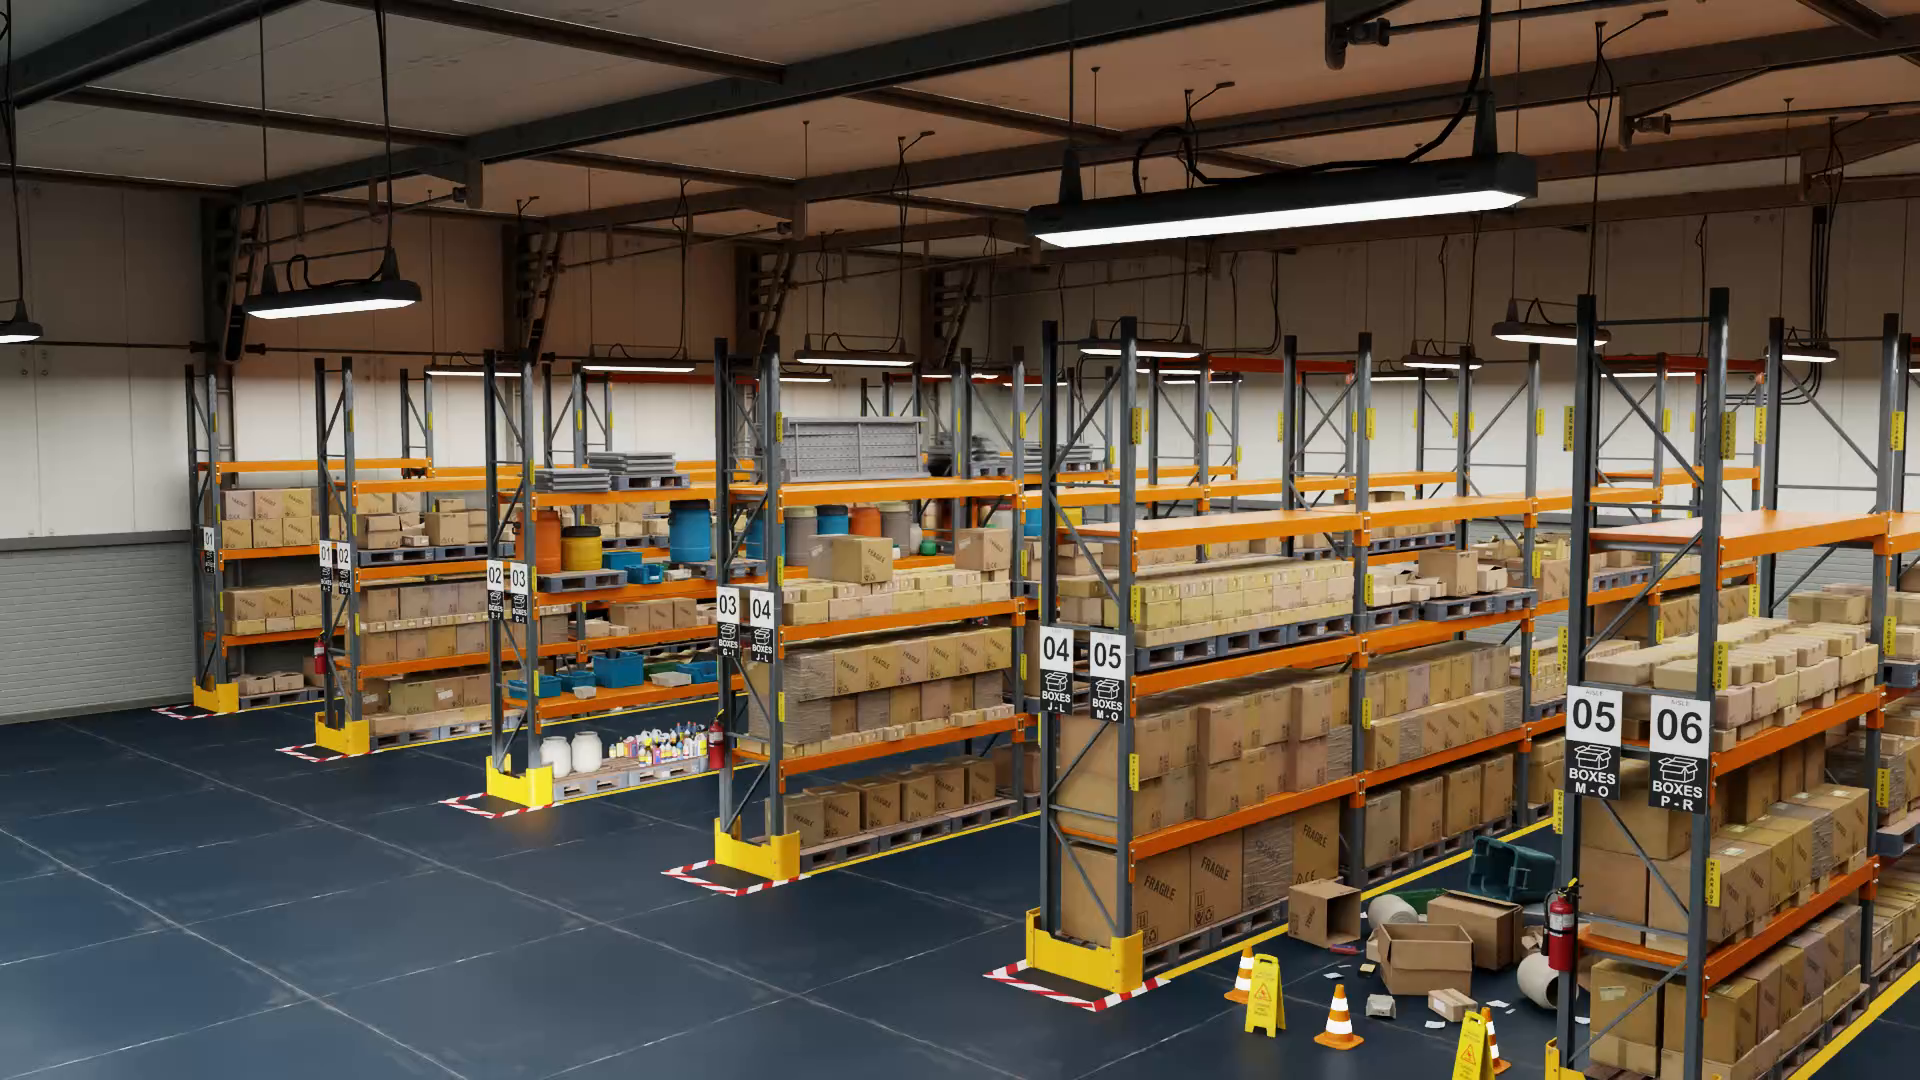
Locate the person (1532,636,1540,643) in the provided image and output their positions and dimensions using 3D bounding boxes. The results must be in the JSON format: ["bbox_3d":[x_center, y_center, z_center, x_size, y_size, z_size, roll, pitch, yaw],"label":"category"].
[{"bbox_3d":[8.969,2.322,25.977,0.933,1.669,0.598,-4,6,-44],"label":"person"}]

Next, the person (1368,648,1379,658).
[{"bbox_3d":[6.144,2.352,24.886,0.653,1.793,0.902,3,5,34],"label":"person"}]

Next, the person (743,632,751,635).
[{"bbox_3d":[-4.163,1.688,34.279,0.658,1.731,0.950,3,5,37],"label":"person"}]
